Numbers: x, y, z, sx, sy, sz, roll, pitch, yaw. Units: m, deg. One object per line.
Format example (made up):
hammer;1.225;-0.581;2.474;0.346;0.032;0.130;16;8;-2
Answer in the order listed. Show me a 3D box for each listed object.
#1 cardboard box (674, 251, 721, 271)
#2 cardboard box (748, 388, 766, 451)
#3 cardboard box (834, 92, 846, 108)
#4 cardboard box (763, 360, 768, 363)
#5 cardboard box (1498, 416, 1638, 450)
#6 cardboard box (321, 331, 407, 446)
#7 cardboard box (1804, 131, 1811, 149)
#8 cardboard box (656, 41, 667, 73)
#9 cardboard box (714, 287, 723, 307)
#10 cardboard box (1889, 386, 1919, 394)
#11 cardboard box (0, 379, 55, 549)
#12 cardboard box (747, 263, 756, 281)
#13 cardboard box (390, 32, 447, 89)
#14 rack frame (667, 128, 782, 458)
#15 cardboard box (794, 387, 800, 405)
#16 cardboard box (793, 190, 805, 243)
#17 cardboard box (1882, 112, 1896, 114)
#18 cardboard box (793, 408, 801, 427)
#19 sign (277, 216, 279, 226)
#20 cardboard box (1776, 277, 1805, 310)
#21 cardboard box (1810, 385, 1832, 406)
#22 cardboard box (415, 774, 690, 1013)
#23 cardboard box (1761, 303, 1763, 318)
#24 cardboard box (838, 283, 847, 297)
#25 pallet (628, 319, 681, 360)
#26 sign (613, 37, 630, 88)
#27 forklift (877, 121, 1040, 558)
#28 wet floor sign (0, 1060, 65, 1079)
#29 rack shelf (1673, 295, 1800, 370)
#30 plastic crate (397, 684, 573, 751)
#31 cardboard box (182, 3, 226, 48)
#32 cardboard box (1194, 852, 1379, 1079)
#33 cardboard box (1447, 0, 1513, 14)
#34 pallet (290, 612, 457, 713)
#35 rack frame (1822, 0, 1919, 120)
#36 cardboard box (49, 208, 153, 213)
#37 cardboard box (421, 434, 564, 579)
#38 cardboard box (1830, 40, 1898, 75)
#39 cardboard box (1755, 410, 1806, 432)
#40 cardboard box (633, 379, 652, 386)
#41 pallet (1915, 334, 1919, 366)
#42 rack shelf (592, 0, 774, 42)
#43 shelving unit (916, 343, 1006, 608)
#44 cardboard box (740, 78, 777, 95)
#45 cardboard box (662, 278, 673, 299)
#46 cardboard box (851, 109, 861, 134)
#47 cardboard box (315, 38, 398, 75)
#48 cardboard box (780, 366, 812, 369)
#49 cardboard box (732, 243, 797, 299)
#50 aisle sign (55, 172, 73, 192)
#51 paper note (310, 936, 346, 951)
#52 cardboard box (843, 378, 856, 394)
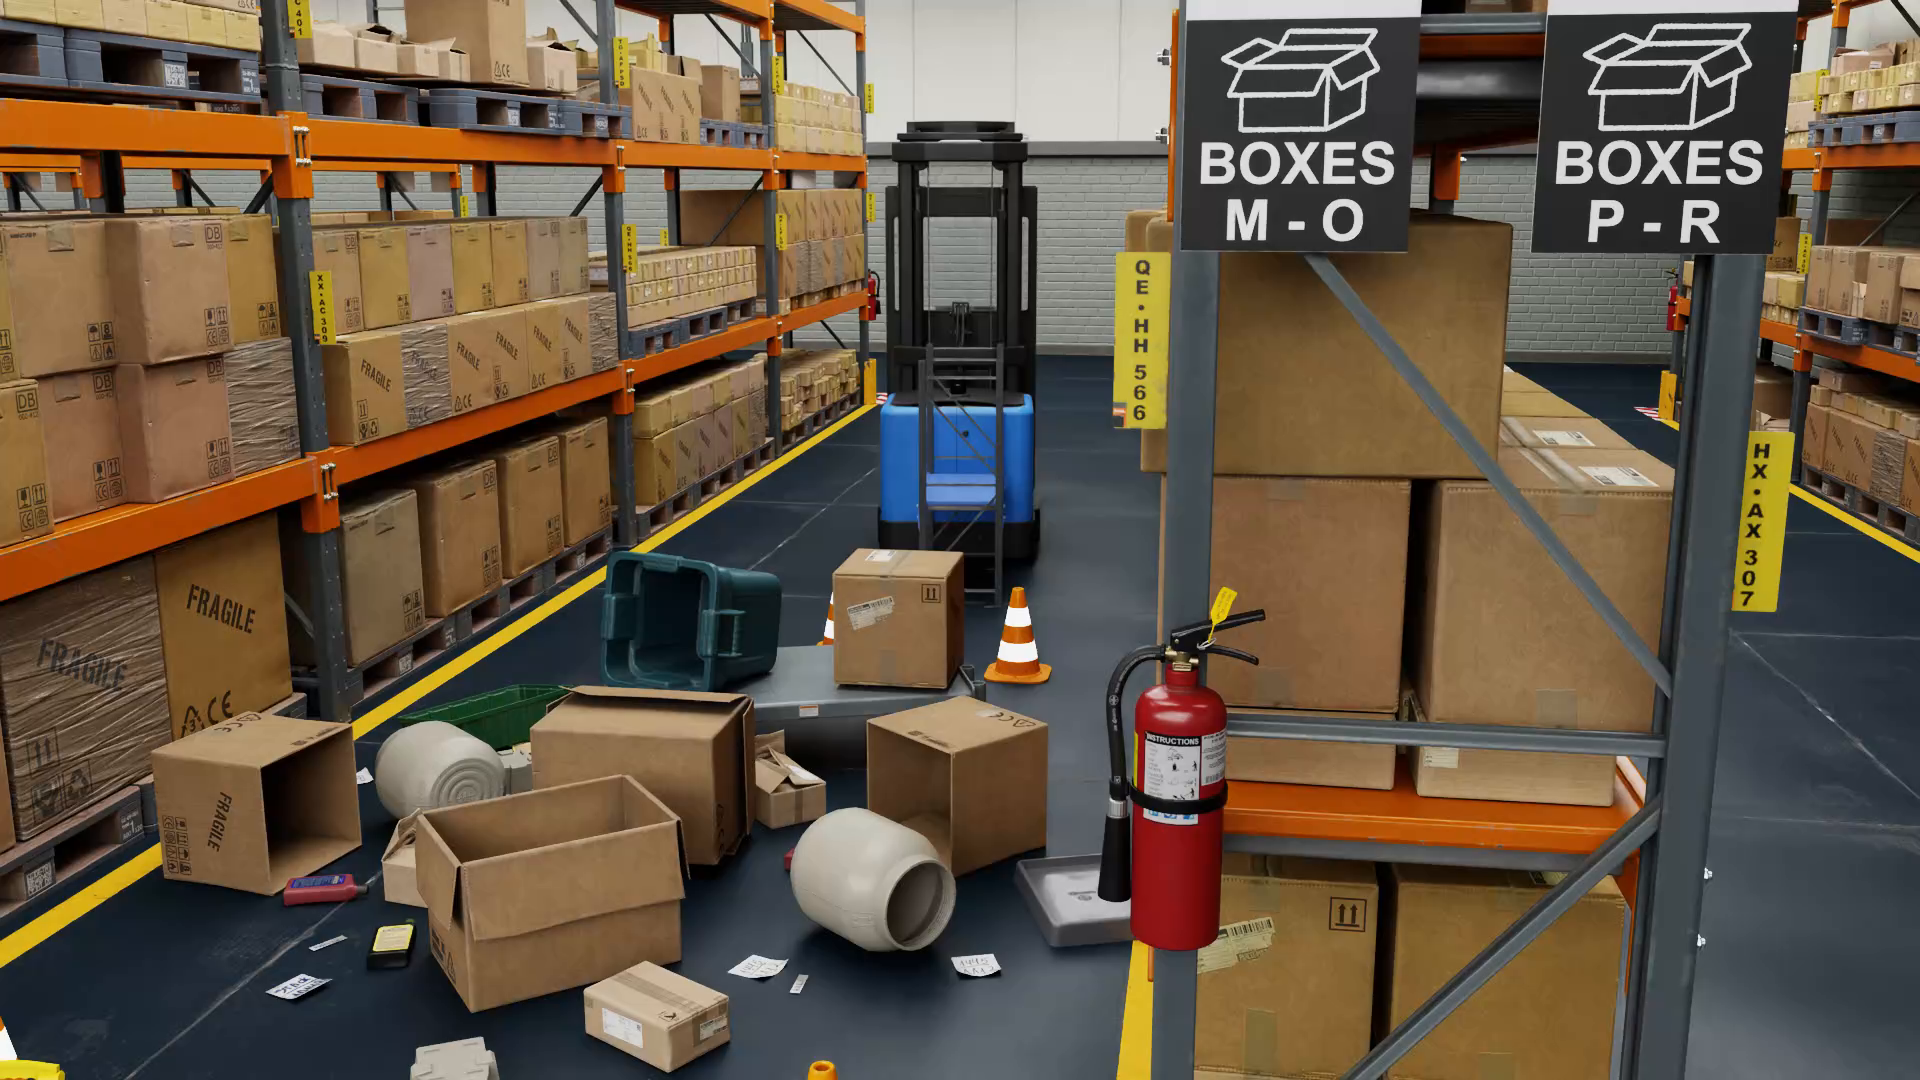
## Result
cardboard box;-2.212;-2.331;13.878;0.380;0.149;0.250;1;12;7
cardboard box;-2.044;-1.084;14.841;0.500;0.500;0.500;2;12;8
cardboard box;-1.432;-4.689;17.735;0.380;0.149;0.250;2;12;10
cardboard box;-2.163;-1.826;17.703;0.380;0.149;0.250;2;12;10
cardboard box;1.305;-0.018;4.012;0.500;0.500;0.500;2;12;10
cardboard box;-3.063;-0.747;8.104;0.500;0.500;0.500;2;12;9
cardboard box;7.396;-3.392;14.088;0.380;0.149;0.250;2;12;8
cardboard box;-2.380;-3.557;12.204;0.396;0.266;0.258;2;12;9
cardboard box;-2.200;-2.040;13.941;0.380;0.149;0.250;1;12;6
cardboard box;7.861;-1.178;13.738;0.380;0.149;0.250;1;12;6
cardboard box;-3.699;-0.257;5.708;0.875;0.550;0.500;2;12;9
cardboard box;-2.045;-2.402;14.912;0.380;0.149;0.250;2;12;10
cardboard box;-3.279;-2.753;9.504;0.500;0.311;0.500;2;12;8
rack frame;-2.179;-2.263;15.375;1.000;3.000;0.127;2;12;9
cardboard box;-1.811;-1.449;16.661;0.380;0.149;0.250;1;12;6
cardboard box;-1.804;-3.141;16.130;0.500;0.500;0.500;2;12;7
cardboard box;7.654;-3.496;13.338;0.380;0.149;0.250;2;12;8
cardboard box;-1.765;-1.196;16.191;0.380;0.149;0.250;2;12;10
sign;-6.527;-2.957;16.032;0.100;0.325;0.005;2;12;9
cardboard box;7.470;-2.150;14.499;0.500;0.250;0.500;2;12;10
cardboard box;7.315;-1.198;13.830;0.380;0.149;0.250;2;12;11
cardboard box;-1.350;1.147;5.477;0.797;0.503;0.637;-7;14;-30
cardboard box;7.545;-2.133;15.368;0.380;0.149;0.250;2;12;8
cardboard box;-1.450;-2.739;18.179;0.380;0.149;0.250;2;12;10
pallet;-2.790;-1.489;12.236;1.213;0.211;1.003;2;12;9
sign;-2.247;-3.169;11.041;0.100;0.325;0.005;2;12;9
forklift;0.016;-1.565;12.300;1.130;2.935;3.031;0;12;1
wet floor sign;-2.073;1.456;3.706;0.267;0.644;0.232;0;12;-1
rack shelf;7.940;-2.028;15.993;1.077;0.370;4.000;2;12;9
plastic crate;-2.142;0.827;7.573;0.450;0.188;0.662;-3;8;40
cardboard box;-3.188;-2.057;6.660;0.380;0.149;0.250;2;12;10
cardboard box;0.747;0.971;4.117;0.500;0.500;0.500;2;12;9
cardboard box;1.206;-1.085;3.386;0.380;0.149;0.250;1;12;7
pallet;-3.365;0.602;8.698;1.003;0.211;1.213;2;12;9
rack frame;7.633;-4.896;13.354;1.000;3.000;0.127;2;12;9
cardboard box;-7.352;-2.579;14.220;0.797;0.503;0.637;2;12;10
cardboard box;-3.108;-0.230;10.284;1.050;0.750;0.750;2;12;10
cardboard box;7.241;-3.858;13.328;0.396;0.266;0.258;2;12;8
cardboard box;7.483;-1.032;15.157;0.396;0.266;0.258;2;12;11
cardboard box;-2.788;-1.142;13.329;0.500;0.250;0.500;2;12;10
pallet;7.052;-1.181;10.807;1.213;0.211;1.003;2;12;9
rack shelf;-2.487;-4.232;12.929;1.077;0.370;4.000;2;12;9
shelving unit;0.019;-0.431;10.435;0.538;1.500;1.048;0;12;2
cardboard box;-1.895;-4.148;15.225;0.380;0.149;0.250;2;12;8
cardboard box;-2.406;-1.917;12.663;0.380;0.149;0.250;2;12;9
cardboard box;-1.383;-4.629;18.403;0.500;0.250;0.500;1;12;7
cardboard box;-3.005;-2.403;8.268;0.250;0.149;0.380;2;12;9
cardboard box;-1.733;-1.705;17.143;0.380;0.149;0.250;1;12;6
cardboard box;-1.854;-2.552;15.774;0.500;0.500;0.500;2;12;8
aisle sign;-11.043;-4.714;20.578;0.394;0.787;0.004;2;12;9
paper note;-2.141;1.365;5.634;0.032;0.001;0.123;10;15;38
cardboard box;-1.378;-1.734;18.691;0.380;0.149;0.250;2;12;10
